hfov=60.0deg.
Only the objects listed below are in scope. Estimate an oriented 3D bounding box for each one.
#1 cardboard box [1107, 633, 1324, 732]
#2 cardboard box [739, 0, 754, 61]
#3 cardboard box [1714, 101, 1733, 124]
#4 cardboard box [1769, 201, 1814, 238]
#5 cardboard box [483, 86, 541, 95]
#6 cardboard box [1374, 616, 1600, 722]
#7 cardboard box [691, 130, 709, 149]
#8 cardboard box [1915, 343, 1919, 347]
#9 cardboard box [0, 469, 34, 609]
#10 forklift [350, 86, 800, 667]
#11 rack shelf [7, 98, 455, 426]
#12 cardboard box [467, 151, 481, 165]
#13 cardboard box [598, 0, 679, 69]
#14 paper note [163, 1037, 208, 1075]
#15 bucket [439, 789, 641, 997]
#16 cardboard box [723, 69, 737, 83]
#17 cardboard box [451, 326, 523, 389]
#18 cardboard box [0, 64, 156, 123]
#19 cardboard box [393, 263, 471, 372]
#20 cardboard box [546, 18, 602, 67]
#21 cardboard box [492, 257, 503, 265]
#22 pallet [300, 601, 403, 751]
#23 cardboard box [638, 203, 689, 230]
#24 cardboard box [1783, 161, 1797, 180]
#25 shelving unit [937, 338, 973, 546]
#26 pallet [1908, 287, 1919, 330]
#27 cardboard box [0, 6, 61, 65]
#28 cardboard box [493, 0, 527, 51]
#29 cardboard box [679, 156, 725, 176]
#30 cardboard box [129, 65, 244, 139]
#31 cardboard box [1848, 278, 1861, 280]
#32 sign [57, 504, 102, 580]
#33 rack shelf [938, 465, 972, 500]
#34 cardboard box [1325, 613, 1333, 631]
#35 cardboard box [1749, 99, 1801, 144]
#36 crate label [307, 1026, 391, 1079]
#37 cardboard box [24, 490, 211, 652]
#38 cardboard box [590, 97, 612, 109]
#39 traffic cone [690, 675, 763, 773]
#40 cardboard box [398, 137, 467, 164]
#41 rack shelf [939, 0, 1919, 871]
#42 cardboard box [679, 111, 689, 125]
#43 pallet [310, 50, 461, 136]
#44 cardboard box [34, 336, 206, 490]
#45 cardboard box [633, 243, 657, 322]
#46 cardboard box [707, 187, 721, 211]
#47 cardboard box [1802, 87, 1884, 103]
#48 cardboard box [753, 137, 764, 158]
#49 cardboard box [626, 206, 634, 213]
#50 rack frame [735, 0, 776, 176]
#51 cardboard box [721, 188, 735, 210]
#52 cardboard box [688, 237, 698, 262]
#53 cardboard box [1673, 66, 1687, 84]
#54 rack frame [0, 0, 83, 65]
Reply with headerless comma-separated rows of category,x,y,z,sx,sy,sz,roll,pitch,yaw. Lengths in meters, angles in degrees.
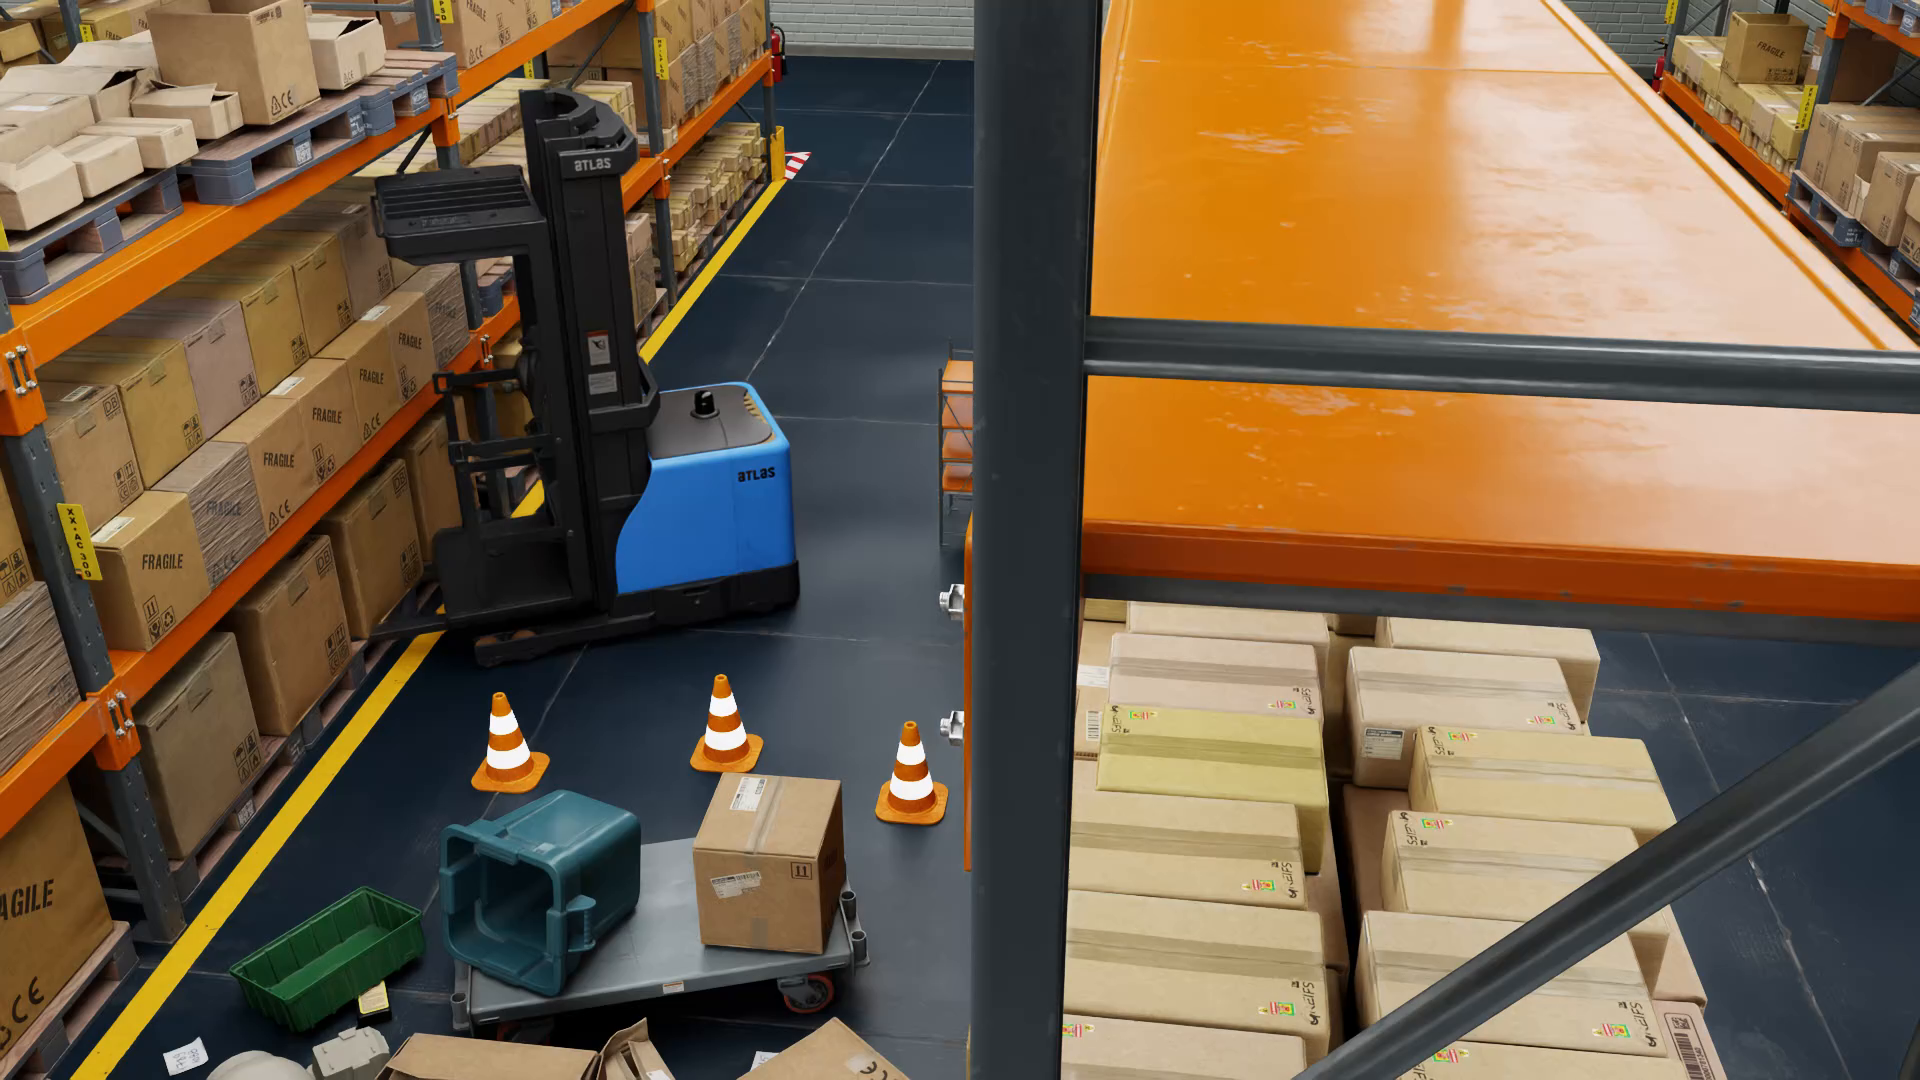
cardboard box,0.464,0.308,3.070,0.380,0.149,0.250,3,28,6
cardboard box,-2.319,-4.961,16.170,0.500,0.500,0.500,3,28,5
cardboard box,6.869,-3.750,14.606,0.380,0.149,0.250,4,29,7
cardboard box,6.961,-2.642,14.475,0.700,0.500,0.500,2,28,4
cardboard box,-3.474,-3.418,12.919,0.380,0.149,0.250,4,29,8
cardboard box,1.019,0.212,3.247,0.380,0.149,0.250,4,29,8
cardboard box,-2.767,-4.083,16.894,0.380,0.149,0.250,4,29,7
cardboard box,6.420,-1.202,11.120,0.380,0.149,0.250,2,28,4
cardboard box,-4.001,0.024,6.039,0.875,0.550,0.550,3,28,6
forklift,-2.516,-0.868,9.063,3.031,2.935,1.130,-10,30,-17
rack shelf,-3.677,-1.552,7.856,1.077,0.370,4.000,3,28,6
cardboard box,-3.636,-2.682,11.867,0.380,0.149,0.250,3,28,5
cardboard box,-2.645,-4.186,13.676,0.500,0.500,0.500,4,29,7
paper note,-3.106,2.069,6.668,0.147,0.020,0.142,-17,33,-29
bucket,-1.650,1.363,6.697,0.726,0.611,0.620,14,21,24
cardboard box,-2.364,-4.497,15.992,0.380,0.149,0.250,2,28,4
cardboard box,-3.107,-1.214,11.036,0.500,0.250,0.500,2,28,4
cardboard box,-3.925,-1.955,7.391,0.500,0.311,0.500,2,28,4
cardboard box,-3.220,-1.306,9.698,0.500,0.500,0.500,3,28,6
cardboard box,-3.152,-4.224,13.747,0.500,0.500,0.500,2,28,4
cardboard box,-3.144,-1.889,10.708,0.380,0.149,0.250,5,29,9
pallet,-3.755,0.678,9.062,1.003,0.211,1.213,3,28,6
cardboard box,-2.601,-2.840,14.587,0.380,0.149,0.250,5,29,9
cardboard box,6.699,-2.900,13.027,0.380,0.149,0.250,4,29,7
shelving unit,0.020,-0.606,10.402,0.258,1.200,0.503,3,28,6
pallet,6.433,-1.201,9.812,1.213,0.211,1.003,3,28,6
cardboard box,-8.061,-4.335,14.480,0.500,0.500,0.500,4,29,8
cardboard box,-3.044,-3.343,10.317,0.500,0.500,0.500,3,28,6
cardboard box,-2.473,-3.573,15.948,0.380,0.149,0.250,2,28,4
cardboard box,-3.482,-1.965,7.458,0.396,0.266,0.258,3,28,6
cardboard box,6.645,-1.927,12.466,0.380,0.149,0.250,3,28,5
sign,-3.371,0.009,6.366,0.100,0.325,0.005,3,28,6
rack shelf,0.020,-0.372,10.528,0.258,0.148,0.480,3,28,6
cardboard box,1.031,0.189,3.711,0.500,0.250,0.500,4,29,7
cardboard box,6.777,-3.401,13.537,0.500,0.250,0.500,3,29,6
crate label,-2.414,2.062,6.571,0.298,0.136,0.250,-17,33,-29
cardboard box,-3.590,0.118,7.056,0.500,0.500,0.500,4,29,7
cardboard box,-2.863,-3.260,12.626,0.380,0.149,0.250,2,28,5
traffic cone,-1.191,0.891,8.401,0.336,0.463,0.334,3,28,6
cardboard box,-3.666,-2.691,11.570,0.380,0.149,0.250,5,29,9
rack shelf,0.758,-0.748,3.204,1.077,0.370,4.000,3,28,6
cardboard box,-2.605,-3.758,14.620,0.380,0.149,0.250,2,28,4
pallet,-3.458,-2.421,8.909,1.213,0.211,1.003,5,29,9
cardboard box,-3.806,-0.567,7.272,0.700,0.500,0.500,3,28,5
cardboard box,-2.782,-2.094,13.458,0.500,0.500,0.500,3,28,5
cardboard box,-2.457,-3.196,15.562,0.380,0.149,0.250,3,28,6
cardboard box,7.359,-3.607,13.919,0.500,0.250,0.500,4,29,7
cardboard box,-2.233,-4.051,17.148,0.380,0.149,0.250,3,28,5
cardboard box,-3.141,-2.987,14.859,0.380,0.149,0.250,3,28,6
rack frame,-2.452,-5.255,17.134,1.000,3.000,0.127,3,28,6
cardboard box,-2.398,-3.311,16.087,0.380,0.149,0.250,4,29,7
cardboard box,-2.546,-2.580,14.731,0.380,0.149,0.250,4,29,8
cardboard box,7.088,-4.479,15.958,0.380,0.149,0.250,3,28,6
rack frame,-7.852,-3.708,14.262,1.000,3.000,0.127,3,28,6
